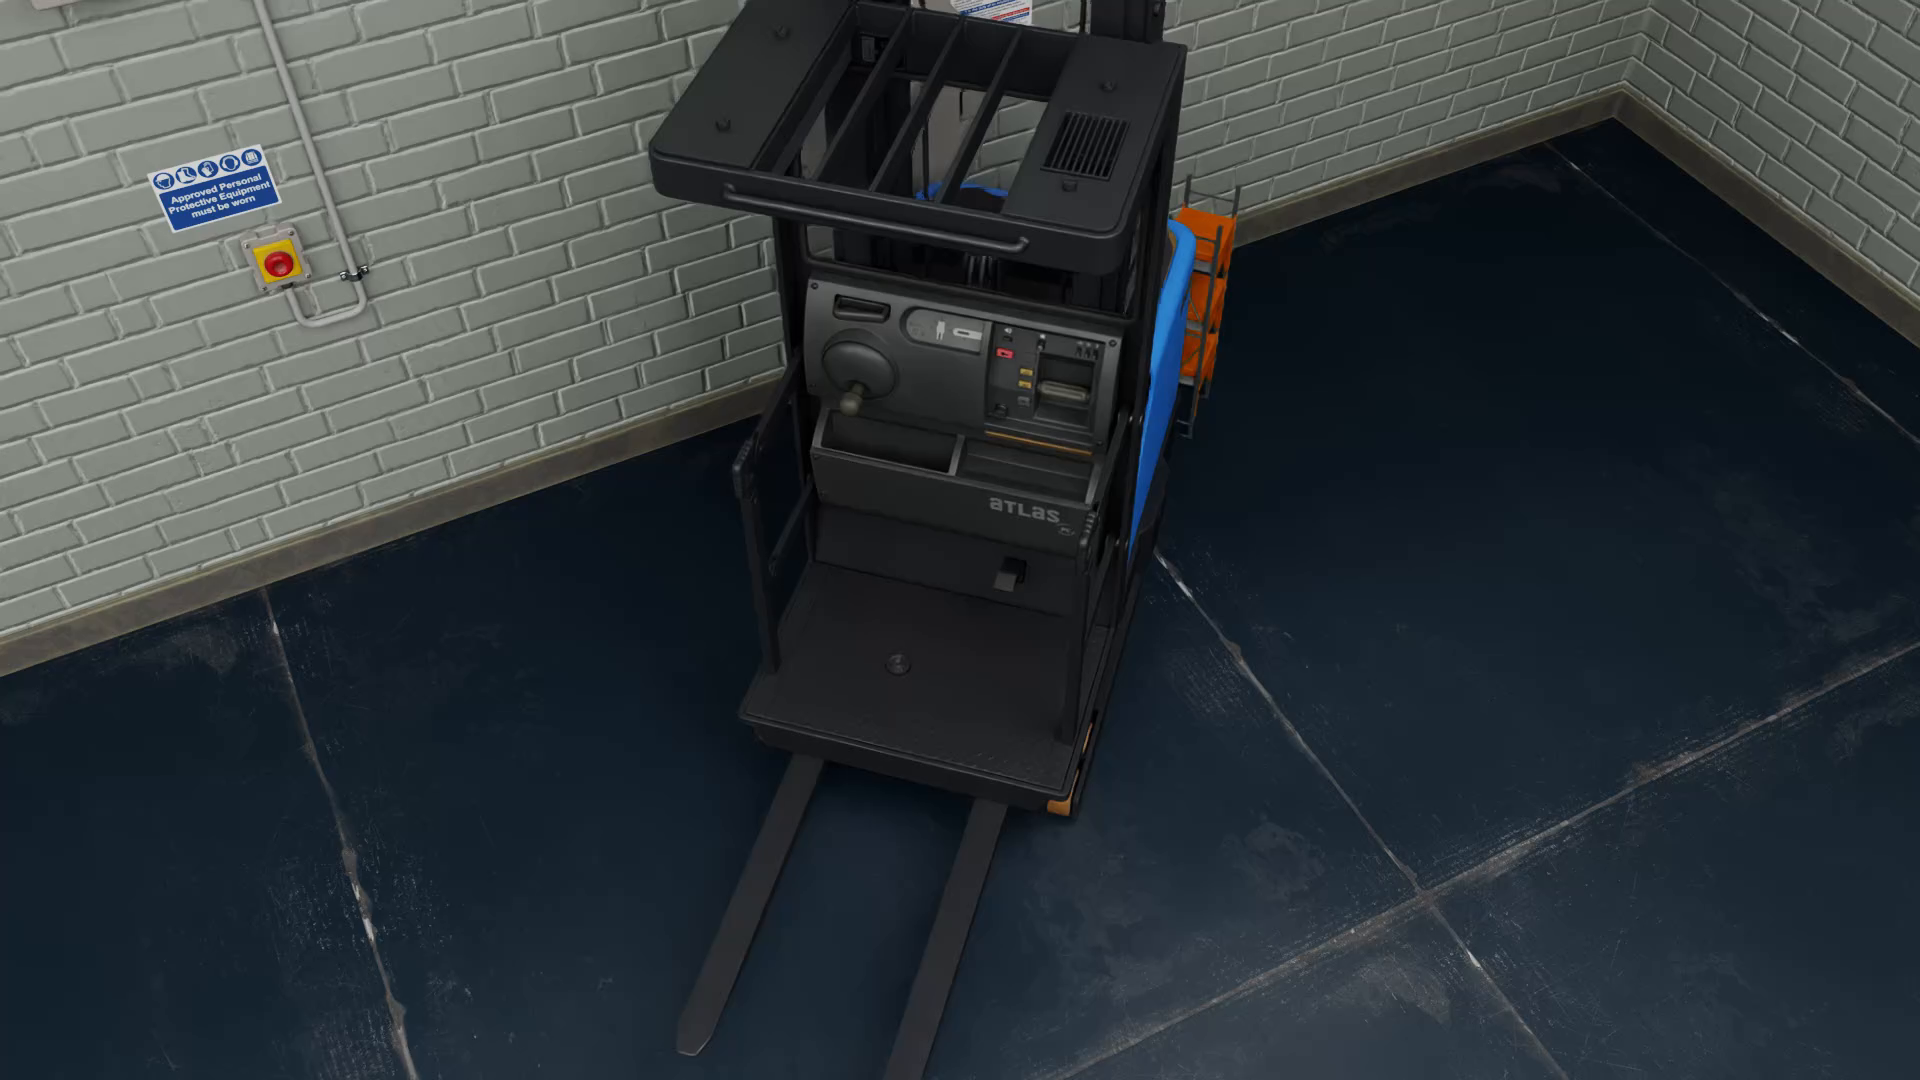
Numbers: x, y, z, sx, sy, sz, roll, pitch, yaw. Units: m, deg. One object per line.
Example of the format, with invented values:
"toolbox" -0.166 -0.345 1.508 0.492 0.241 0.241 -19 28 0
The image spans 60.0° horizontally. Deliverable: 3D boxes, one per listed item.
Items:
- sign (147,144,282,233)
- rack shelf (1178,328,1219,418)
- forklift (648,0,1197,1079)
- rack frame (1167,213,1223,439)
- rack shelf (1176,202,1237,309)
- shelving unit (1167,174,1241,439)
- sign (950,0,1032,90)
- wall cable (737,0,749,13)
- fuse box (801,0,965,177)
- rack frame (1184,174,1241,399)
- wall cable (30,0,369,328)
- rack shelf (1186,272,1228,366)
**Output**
"sign" -2.237 -1.056 5.002 0.327 0.218 0.001 -21 52 -18
"rack shelf" 0.871 -0.674 6.525 0.215 0.259 0.240 17 51 14
"forklift" -0.060 -0.400 4.653 1.130 2.935 3.031 12 50 11
"rack frame" 0.826 -0.778 6.233 0.200 1.050 0.008 17 51 14
"rack shelf" 0.870 -1.044 6.102 0.215 0.259 0.240 17 51 14
"shelving unit" 0.870 -0.864 6.308 0.215 1.050 0.252 17 51 14
"sign" 0.113 -1.846 5.935 0.329 0.494 0.001 -21 52 -18
"wall cable" -0.911 -1.774 5.134 0.588 1.984 0.122 -21 52 -18
"fuse box" -0.232 -1.145 6.114 0.539 1.711 0.414 -21 52 -18
"rack frame" 0.915 -0.949 6.383 0.200 1.050 0.008 17 51 14
"wall cable" -2.166 -1.288 4.688 0.585 1.953 0.123 -21 52 -18
"rack shelf" 0.870 -0.857 6.316 0.215 0.259 0.240 17 51 14
